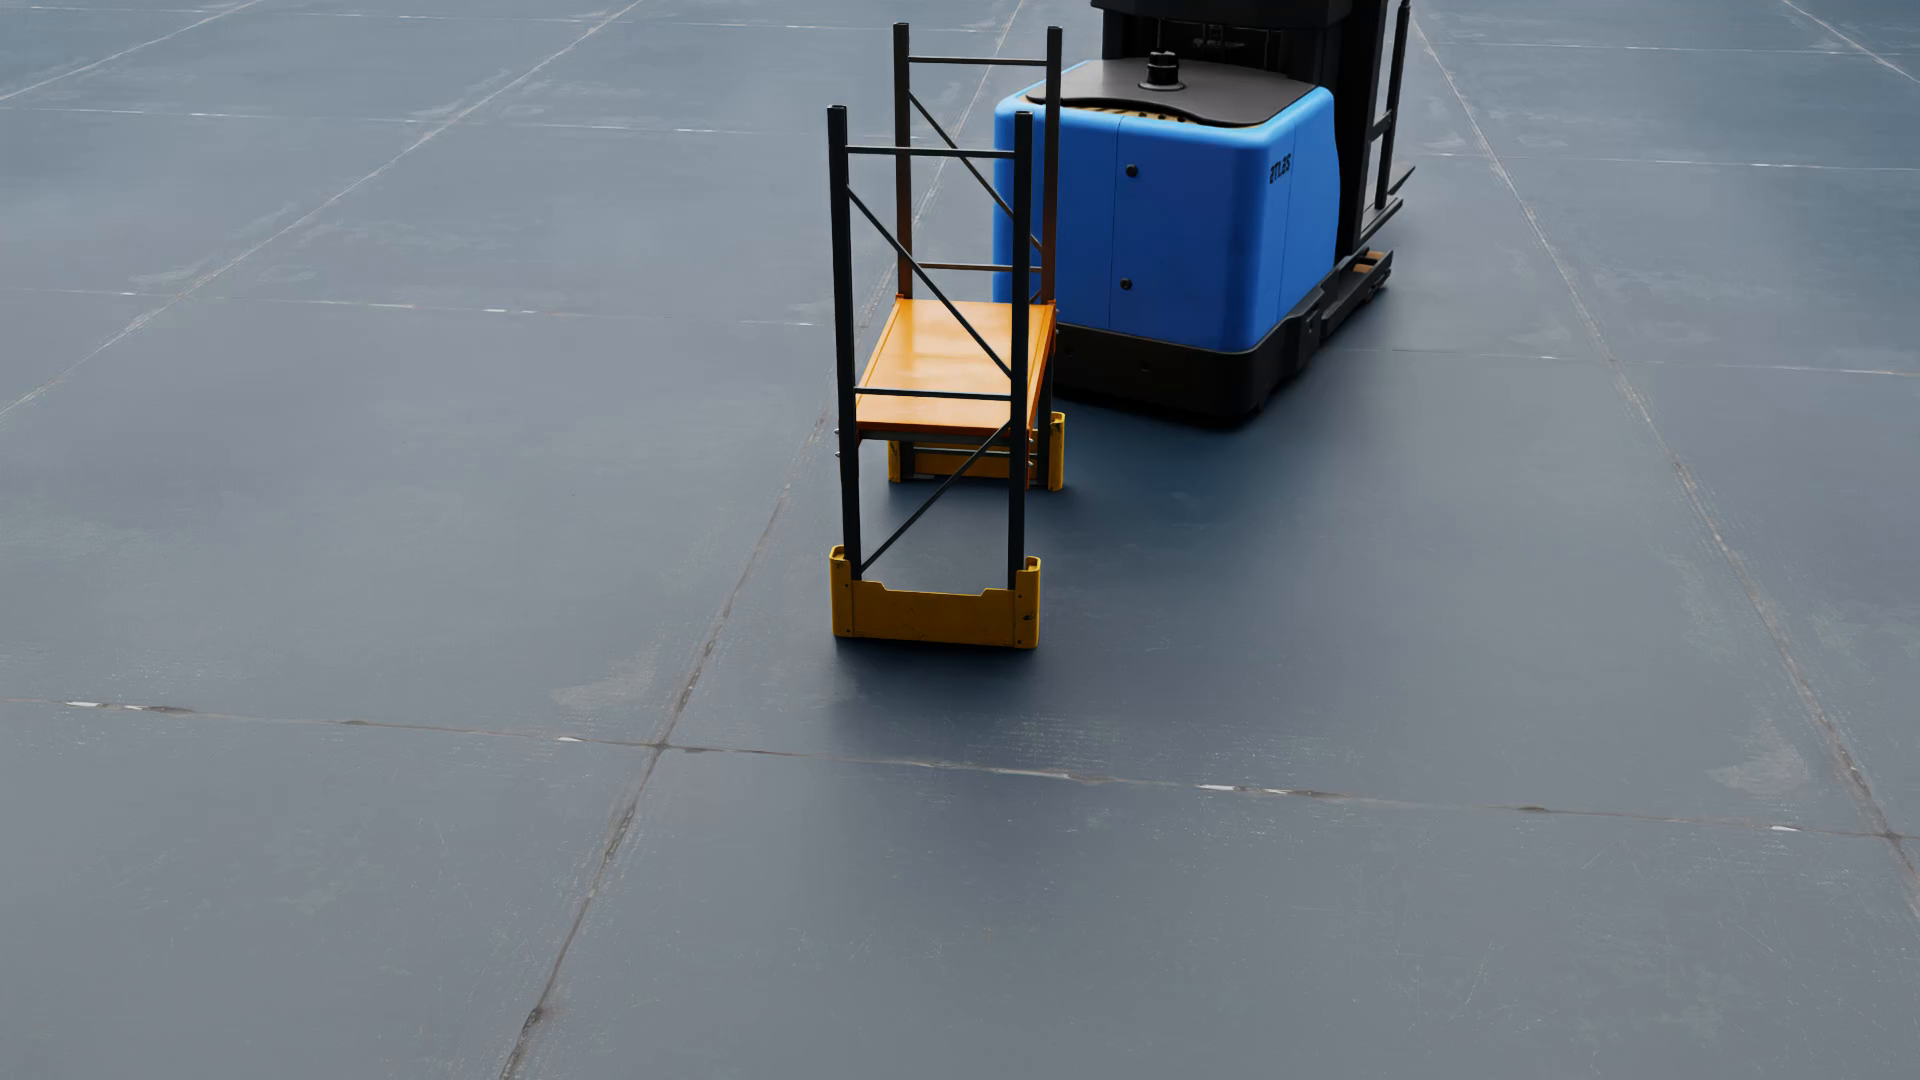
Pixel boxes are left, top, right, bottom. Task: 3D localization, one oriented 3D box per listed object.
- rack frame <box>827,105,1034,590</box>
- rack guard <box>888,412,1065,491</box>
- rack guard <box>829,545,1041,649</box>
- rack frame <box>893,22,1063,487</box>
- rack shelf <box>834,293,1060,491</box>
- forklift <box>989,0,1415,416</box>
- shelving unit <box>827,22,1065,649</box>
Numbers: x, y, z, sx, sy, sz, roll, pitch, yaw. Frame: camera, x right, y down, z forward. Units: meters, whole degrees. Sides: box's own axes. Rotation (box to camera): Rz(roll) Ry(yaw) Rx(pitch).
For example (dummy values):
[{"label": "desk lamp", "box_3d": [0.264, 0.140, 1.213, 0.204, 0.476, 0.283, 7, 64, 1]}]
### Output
[{"label": "rack frame", "box_3d": [-0.073, -0.381, 4.376, 0.500, 1.500, 0.032, 3, 28, 6]}, {"label": "rack guard", "box_3d": [0.052, -0.309, 5.559, 0.587, 0.250, 0.087, 3, 28, 6]}, {"label": "rack guard", "box_3d": [-0.070, 0.160, 4.689, 0.587, 0.250, 0.087, 3, 28, 6]}, {"label": "rack frame", "box_3d": [0.052, -0.859, 5.264, 0.500, 1.500, 0.032, 3, 28, 6]}, {"label": "rack shelf", "box_3d": [-0.010, -0.462, 4.905, 0.538, 0.185, 1.000, 3, 28, 6]}, {"label": "forklift", "box_3d": [1.243, -2.399, 6.613, 1.130, 2.935, 3.031, 14, 31, 24]}, {"label": "shelving unit", "box_3d": [-0.009, -0.624, 4.828, 0.587, 1.500, 1.083, 3, 28, 6]}]
